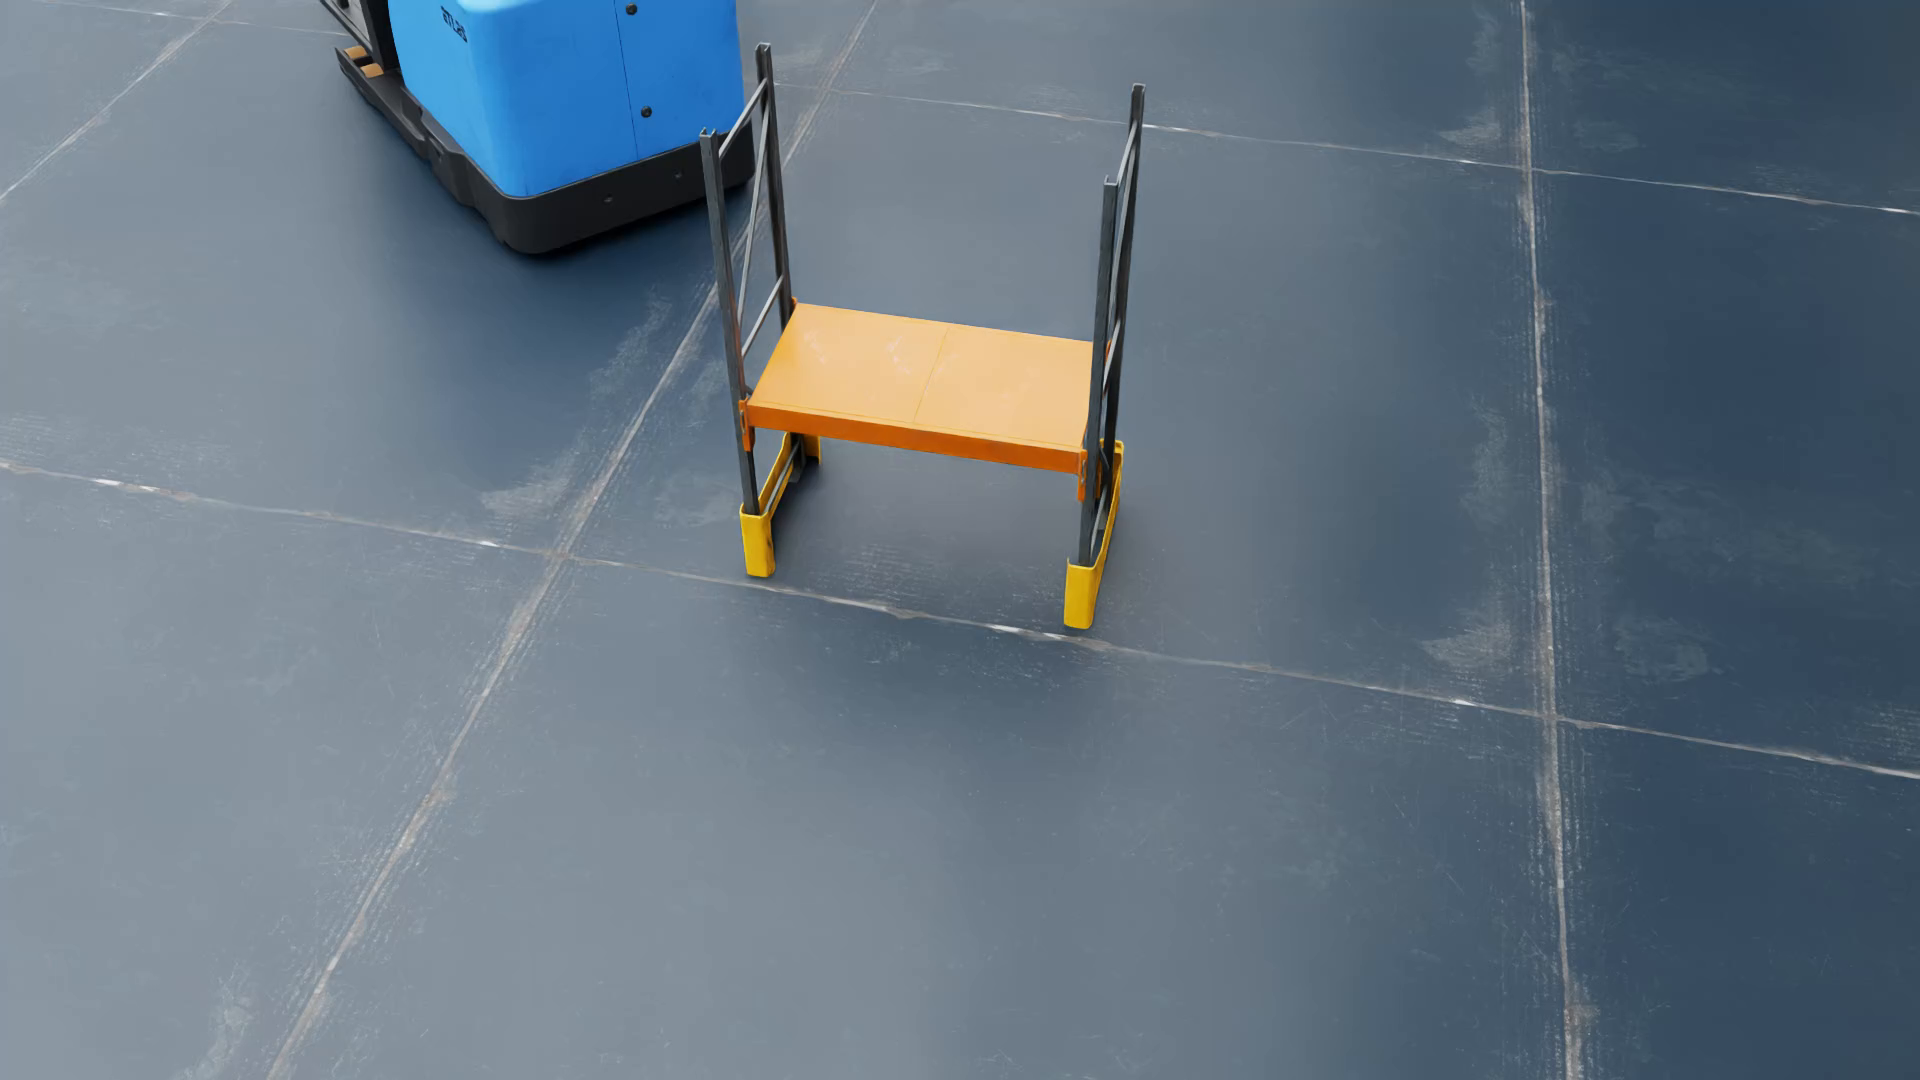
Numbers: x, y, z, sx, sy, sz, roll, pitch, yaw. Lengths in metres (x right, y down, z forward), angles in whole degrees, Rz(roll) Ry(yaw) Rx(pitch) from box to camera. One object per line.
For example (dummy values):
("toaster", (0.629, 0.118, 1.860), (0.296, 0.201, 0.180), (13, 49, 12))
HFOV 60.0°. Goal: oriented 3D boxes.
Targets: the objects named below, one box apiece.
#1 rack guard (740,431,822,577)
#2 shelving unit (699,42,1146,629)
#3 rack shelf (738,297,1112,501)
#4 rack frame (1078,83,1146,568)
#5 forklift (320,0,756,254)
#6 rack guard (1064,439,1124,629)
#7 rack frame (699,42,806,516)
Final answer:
("rack guard", (-0.560, -0.177, 5.254), (0.087, 0.250, 0.587), (9, 45, 9))
("shelving unit", (-0.074, -0.552, 4.742), (1.083, 1.500, 0.587), (9, 45, 9))
("rack shelf", (-0.083, -0.424, 4.868), (1.000, 0.185, 0.538), (9, 45, 9))
("rack frame", (0.413, -0.476, 4.663), (0.032, 1.500, 0.500), (9, 45, 9))
("forklift", (-2.074, -3.122, 6.380), (1.130, 2.935, 3.031), (-26, 50, -24))
("rack guard", (0.412, -0.026, 5.097), (0.087, 0.250, 0.587), (9, 45, 9))
("rack frame", (-0.579, -0.630, 4.823), (0.032, 1.500, 0.500), (9, 45, 9))
